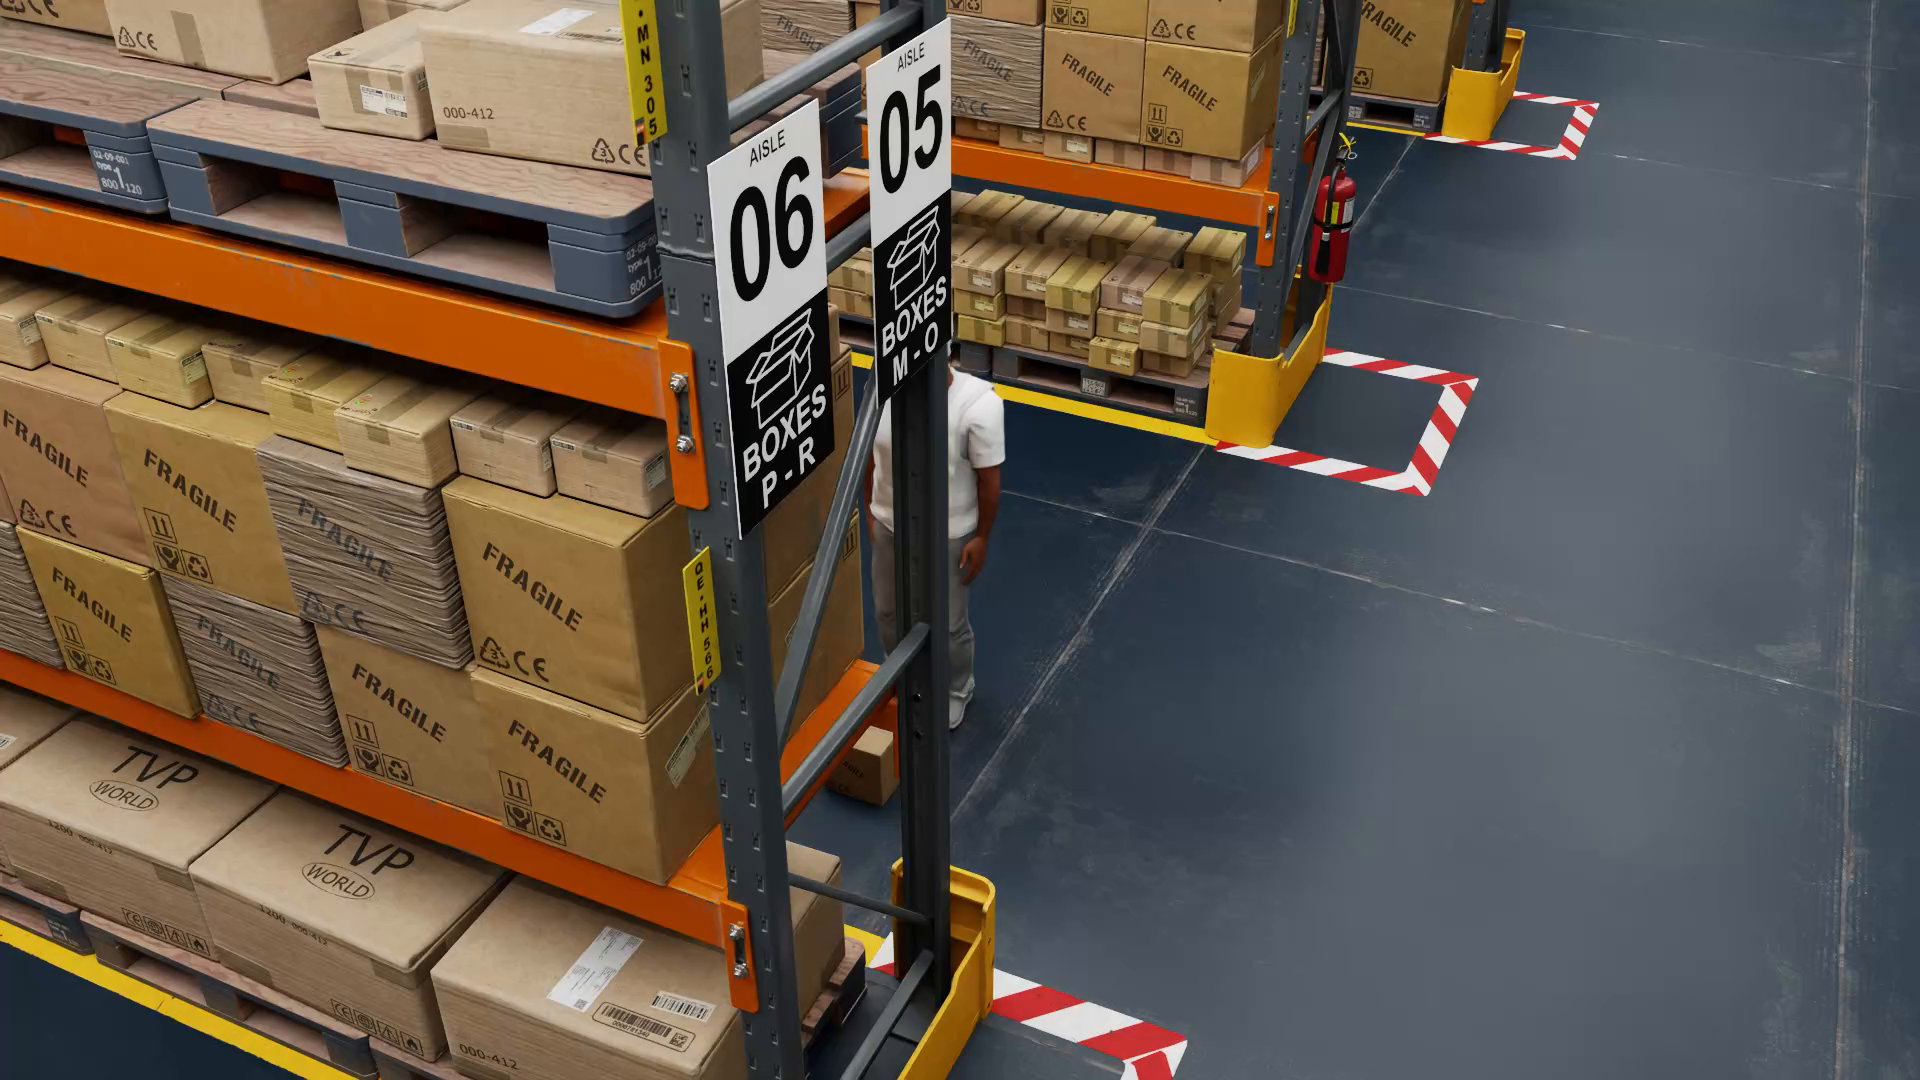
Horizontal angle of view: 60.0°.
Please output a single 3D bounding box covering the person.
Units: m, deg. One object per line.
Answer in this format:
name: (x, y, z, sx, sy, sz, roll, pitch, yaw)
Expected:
person: (-0.121, -0.061, 6.228, 0.575, 1.748, 0.390, 15, 36, 21)
